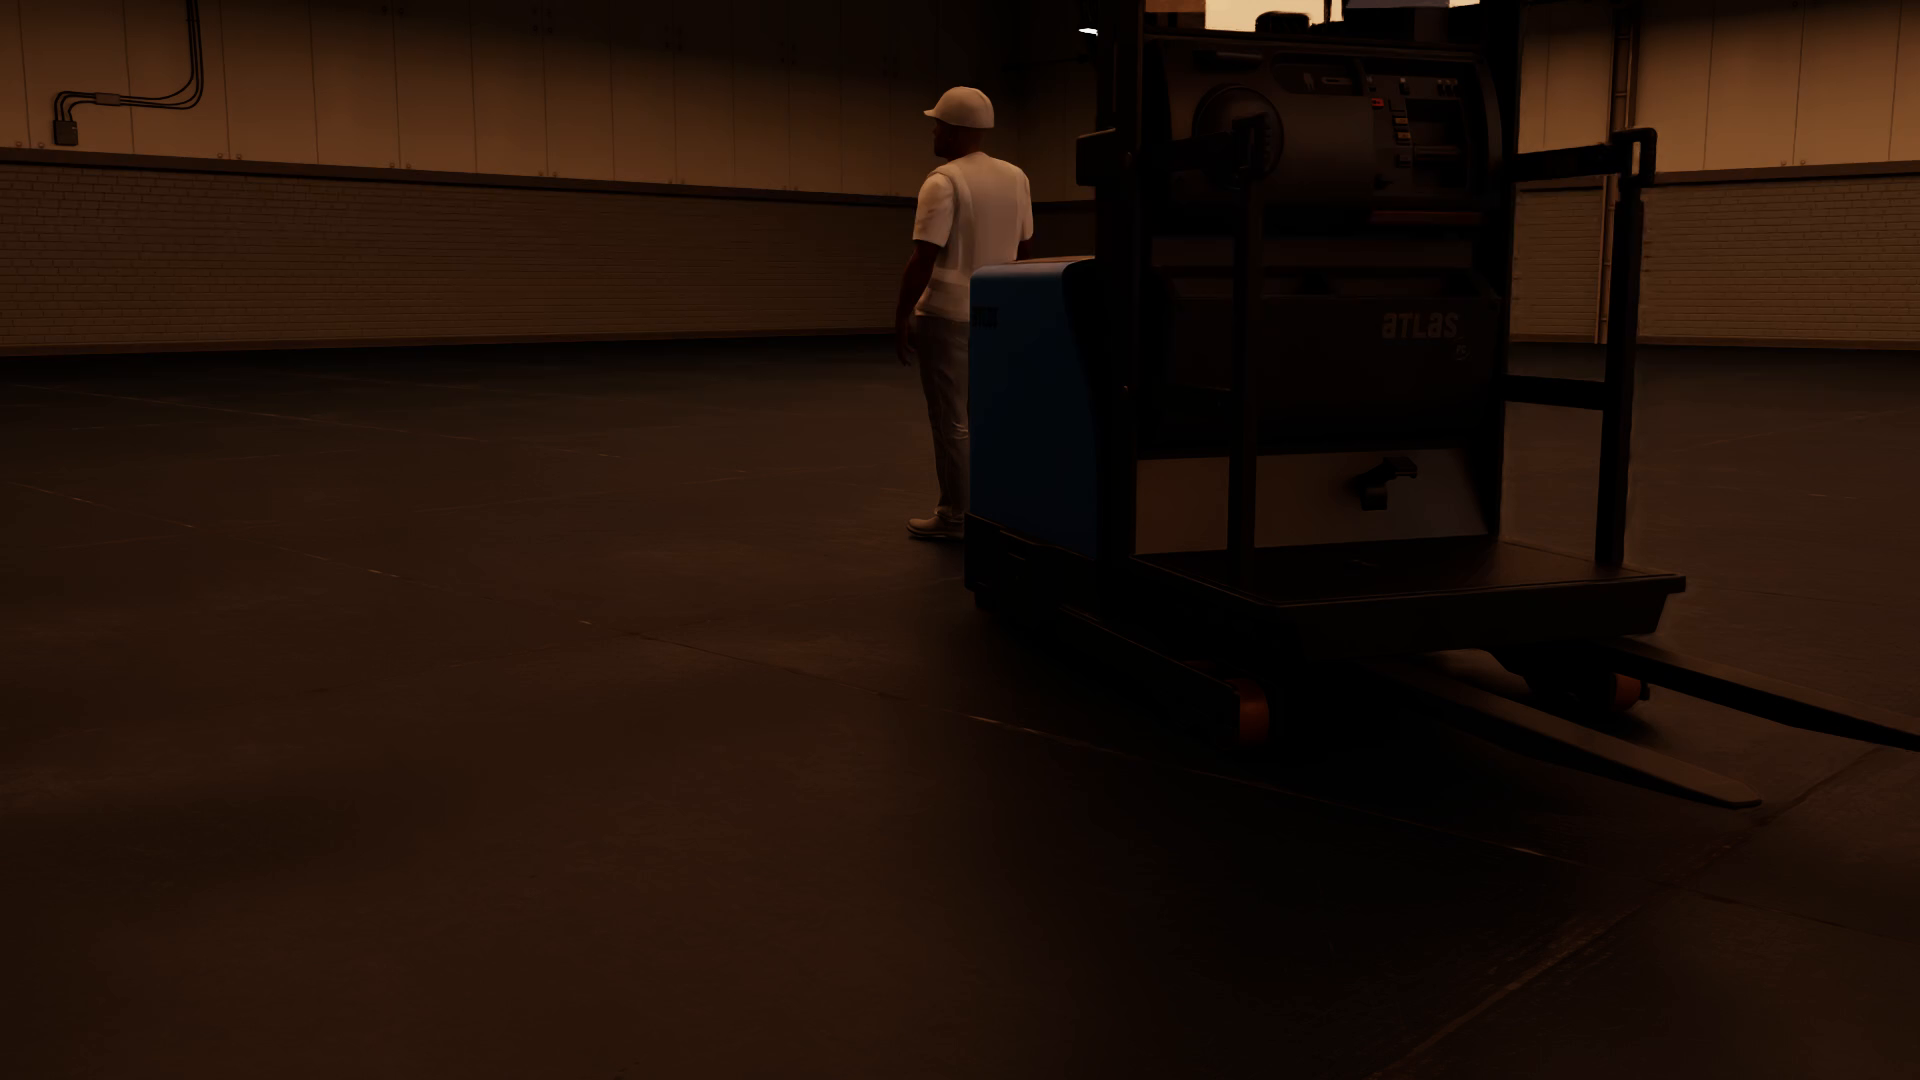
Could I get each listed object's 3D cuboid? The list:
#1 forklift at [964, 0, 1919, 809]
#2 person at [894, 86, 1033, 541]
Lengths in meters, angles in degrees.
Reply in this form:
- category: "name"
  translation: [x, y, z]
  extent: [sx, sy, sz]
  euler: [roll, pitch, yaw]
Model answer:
- category: "forklift"
  translation: [0.986, -1.053, 3.869]
  extent: [1.130, 2.935, 3.031]
  euler: [-3, 9, -19]
- category: "person"
  translation: [-0.047, -0.888, 6.636]
  extent: [0.575, 1.768, 0.666]
  euler: [8, 12, 43]
